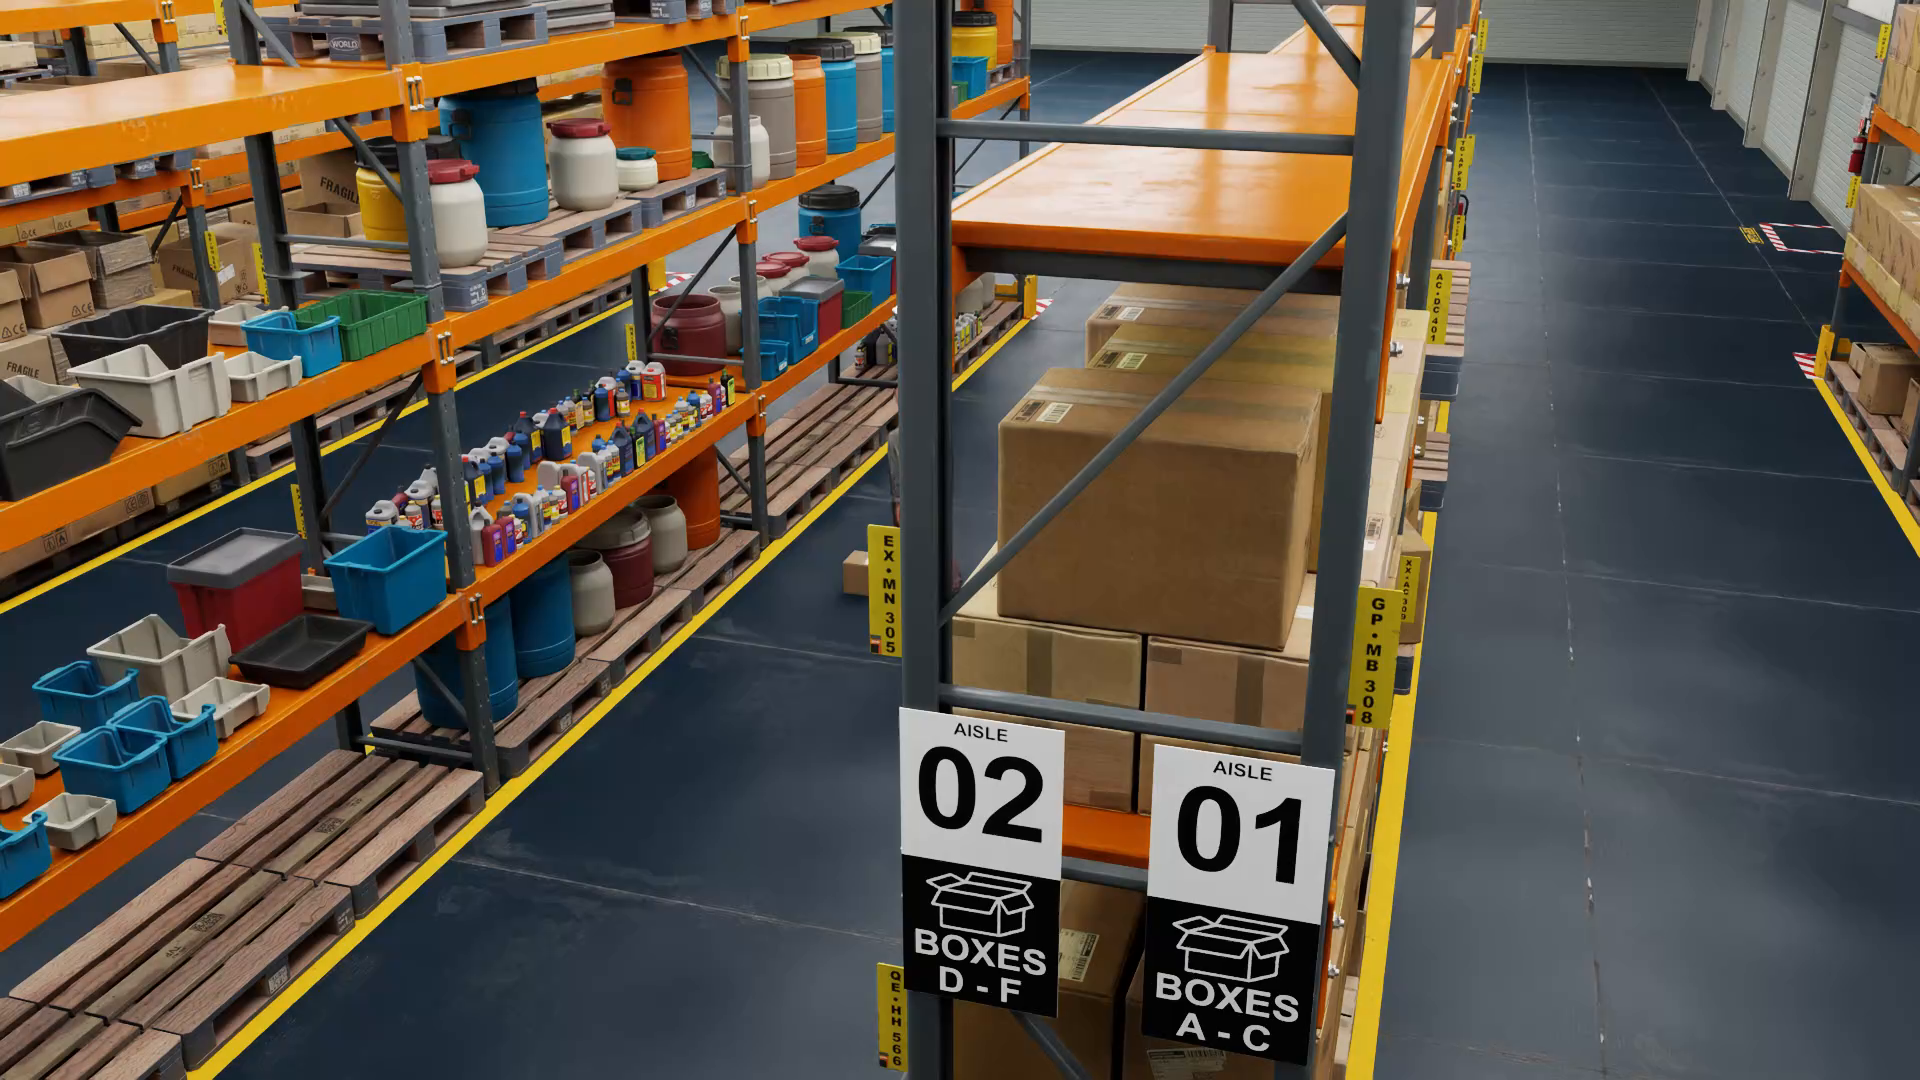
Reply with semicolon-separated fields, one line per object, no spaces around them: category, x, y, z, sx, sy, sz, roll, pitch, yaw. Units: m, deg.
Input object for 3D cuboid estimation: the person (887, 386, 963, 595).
person;-0.261;-0.321;11.938;0.599;1.706;0.872;-14;26;-31
